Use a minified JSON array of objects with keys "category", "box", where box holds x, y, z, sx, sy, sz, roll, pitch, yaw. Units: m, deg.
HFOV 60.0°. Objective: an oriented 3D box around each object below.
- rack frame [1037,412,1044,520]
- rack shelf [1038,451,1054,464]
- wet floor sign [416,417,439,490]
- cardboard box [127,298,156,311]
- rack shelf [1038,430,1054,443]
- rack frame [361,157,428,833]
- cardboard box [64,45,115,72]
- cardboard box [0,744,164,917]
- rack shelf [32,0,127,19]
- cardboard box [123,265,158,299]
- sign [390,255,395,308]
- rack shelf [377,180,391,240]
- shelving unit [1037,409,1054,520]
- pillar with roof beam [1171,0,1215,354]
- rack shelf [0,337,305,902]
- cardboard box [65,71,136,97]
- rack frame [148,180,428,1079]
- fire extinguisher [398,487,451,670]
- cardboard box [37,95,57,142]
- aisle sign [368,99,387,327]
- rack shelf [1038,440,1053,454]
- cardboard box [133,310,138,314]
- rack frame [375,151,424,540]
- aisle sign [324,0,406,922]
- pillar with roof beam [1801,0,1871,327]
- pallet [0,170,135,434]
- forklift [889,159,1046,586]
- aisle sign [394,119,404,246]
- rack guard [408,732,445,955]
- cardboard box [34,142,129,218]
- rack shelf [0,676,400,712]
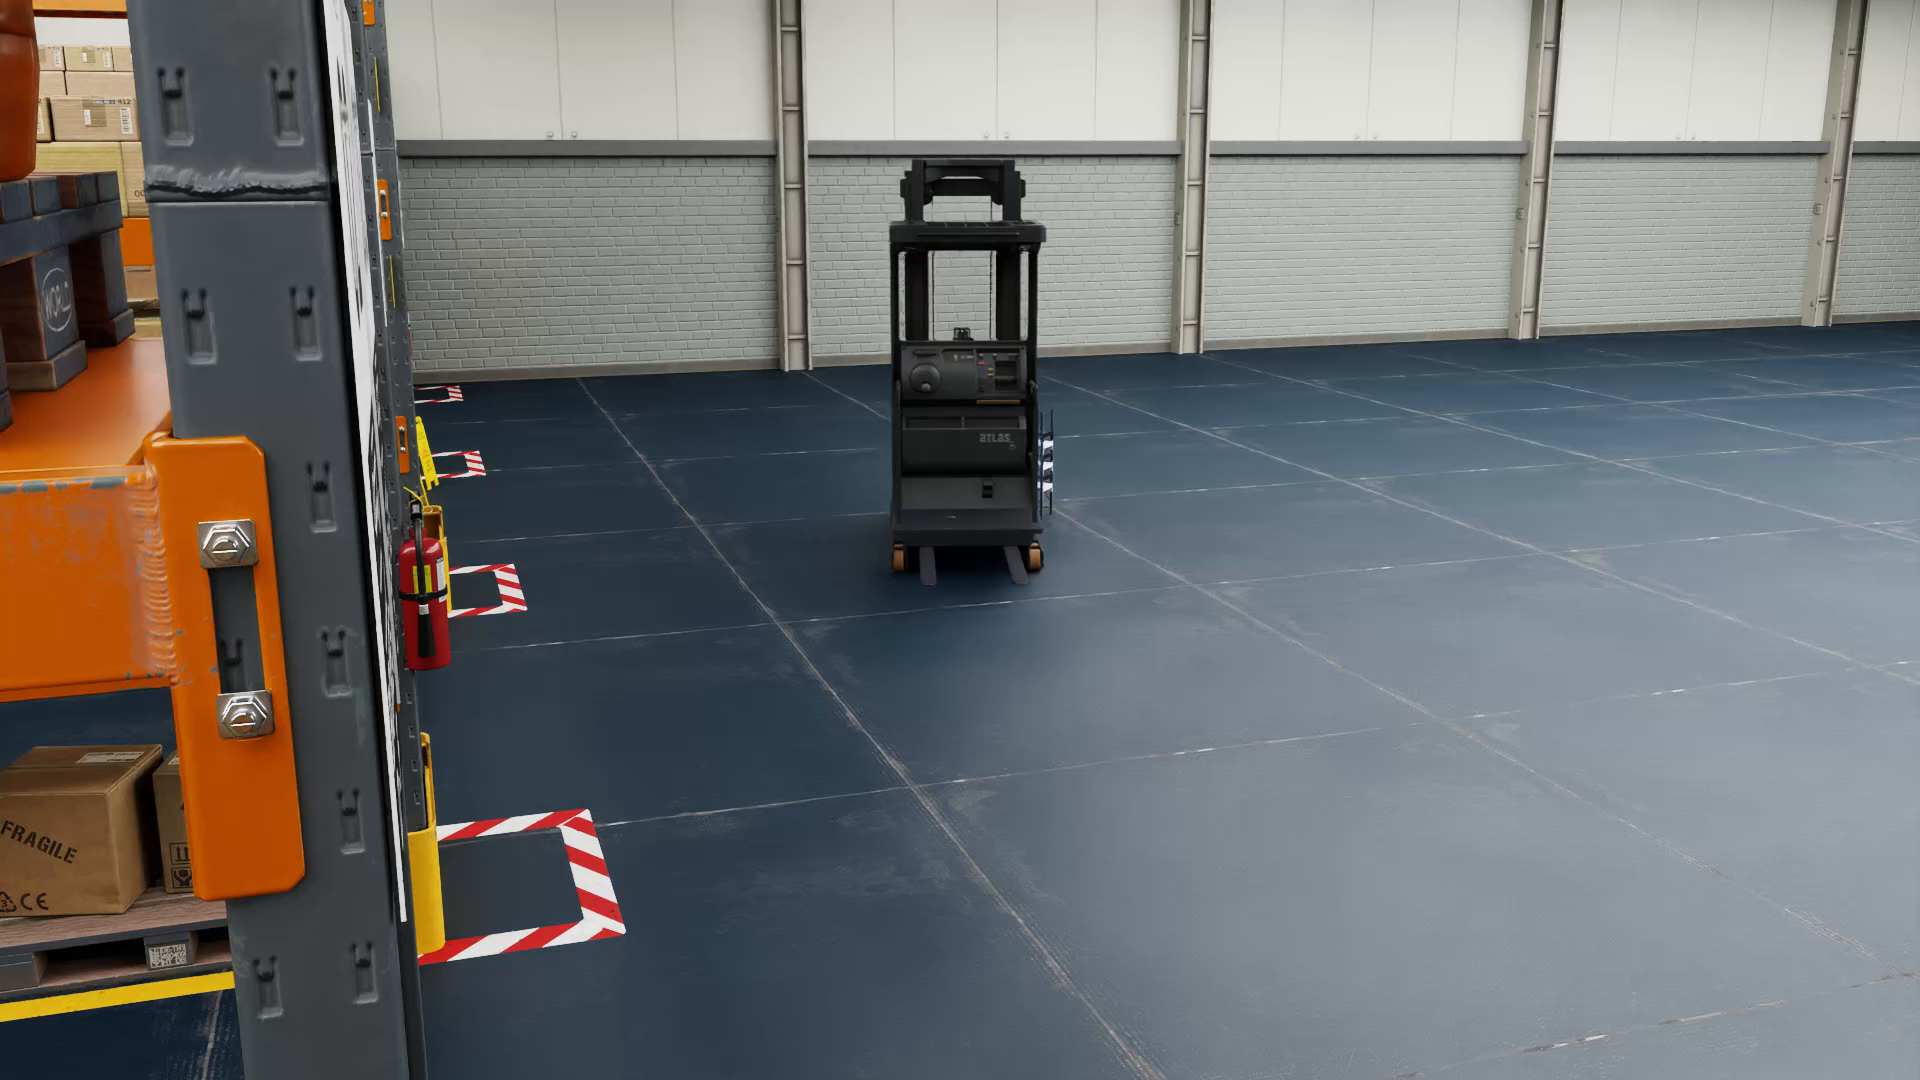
[{"category":"rack frame","box":[0.578,-0.620,13.804,0.240,0.900,0.006,7,15,26]},{"category":"rack shelf","box":[0.623,-0.696,13.880,0.258,0.077,0.200,7,15,26]},{"category":"wet floor sign","box":[-4.912,-0.795,15.089,0.232,0.644,0.267,0,13,1]},{"category":"cardboard box","box":[-3.357,-0.651,6.377,0.500,0.500,0.500,-4,14,-18]},{"category":"rack shelf","box":[0.623,-0.871,13.838,0.258,0.077,0.200,7,15,26]},{"category":"rack frame","box":[-2.273,0.013,6.607,0.127,3.000,1.000,-4,14,-18]},{"category":"cardboard box","box":[-5.175,-2.867,9.929,0.250,0.149,0.380,-5,14,-19]},{"category":"cardboard box","box":[-3.425,1.119,6.452,0.500,0.500,0.500,-1,13,-3]},{"category":"rack shelf","box":[-7.329,-4.580,14.513,4.000,0.370,1.077,-4,14,-18]},{"category":"cardboard box","box":[-5.189,-1.589,10.685,0.550,0.550,0.875,-4,14,-18]},{"category":"sign","box":[-3.599,-1.641,10.545,0.005,0.325,0.100,-4,14,-18]},{"category":"rack shelf","box":[-5.654,-2.044,10.327,4.000,0.370,1.077,-4,14,-18]},{"category":"shelving unit","box":[0.623,-0.641,13.893,0.258,0.900,0.210,7,15,26]},{"category":"pillar with roof beam","box":[4.779,-6.255,19.994,0.400,9.000,9.100,-4,14,-18]},{"category":"rack shelf","box":[-2.589,0.137,1.155,4.000,0.370,1.077,-4,14,-18]},{"category":"cardboard box","box":[-5.084,-2.695,10.068,0.500,0.250,0.500,-5,14,-18]},{"category":"rack frame","box":[-0.693,1.099,2.040,0.127,3.000,1.000,-4,14,-18]},{"category":"fire extinguisher","box":[-2.017,0.143,6.226,0.183,0.674,0.296,-4,14,-18]},{"category":"cardboard box","box":[-3.175,-1.417,5.598,0.250,0.149,0.380,-4,14,-18]},{"category":"aisle sign","box":[-2.118,-1.191,6.048,0.004,0.787,0.394,-4,14,-18]},{"category":"rack shelf","box":[0.623,-0.784,13.859,0.258,0.077,0.200,7,15,26]},{"category":"cardboard box","box":[-3.187,-0.534,5.886,0.500,0.500,0.500,-4,14,-18]},{"category":"rack frame","box":[-3.759,-1.082,11.211,0.127,3.000,1.000,-4,14,-18]},{"category":"aisle sign","box":[-0.530,-0.106,1.487,0.004,0.787,0.394,-4,14,-18]},{"category":"pillar with roof beam","box":[16.152,-7.141,23.718,0.400,9.000,9.100,-4,14,-18]},{"category":"pallet","box":[-1.508,-0.229,1.548,1.213,0.211,1.003,-4,14,-18]},{"category":"forklift","box":[0.039,-1.265,12.129,1.130,2.935,3.031,-1,13,-2]},{"category":"aisle sign","box":[-3.596,-2.287,10.656,0.004,0.787,0.394,-4,14,-18]},{"category":"rack guard","box":[-2.345,1.235,6.872,0.348,0.500,1.175,-4,14,-18]},{"category":"cardboard box","box":[-3.121,-1.245,5.735,0.500,0.250,0.500,-4,14,-18]},{"category":"rack shelf","box":[-4.168,0.510,6.069,4.000,0.370,1.077,-4,14,-18]}]
